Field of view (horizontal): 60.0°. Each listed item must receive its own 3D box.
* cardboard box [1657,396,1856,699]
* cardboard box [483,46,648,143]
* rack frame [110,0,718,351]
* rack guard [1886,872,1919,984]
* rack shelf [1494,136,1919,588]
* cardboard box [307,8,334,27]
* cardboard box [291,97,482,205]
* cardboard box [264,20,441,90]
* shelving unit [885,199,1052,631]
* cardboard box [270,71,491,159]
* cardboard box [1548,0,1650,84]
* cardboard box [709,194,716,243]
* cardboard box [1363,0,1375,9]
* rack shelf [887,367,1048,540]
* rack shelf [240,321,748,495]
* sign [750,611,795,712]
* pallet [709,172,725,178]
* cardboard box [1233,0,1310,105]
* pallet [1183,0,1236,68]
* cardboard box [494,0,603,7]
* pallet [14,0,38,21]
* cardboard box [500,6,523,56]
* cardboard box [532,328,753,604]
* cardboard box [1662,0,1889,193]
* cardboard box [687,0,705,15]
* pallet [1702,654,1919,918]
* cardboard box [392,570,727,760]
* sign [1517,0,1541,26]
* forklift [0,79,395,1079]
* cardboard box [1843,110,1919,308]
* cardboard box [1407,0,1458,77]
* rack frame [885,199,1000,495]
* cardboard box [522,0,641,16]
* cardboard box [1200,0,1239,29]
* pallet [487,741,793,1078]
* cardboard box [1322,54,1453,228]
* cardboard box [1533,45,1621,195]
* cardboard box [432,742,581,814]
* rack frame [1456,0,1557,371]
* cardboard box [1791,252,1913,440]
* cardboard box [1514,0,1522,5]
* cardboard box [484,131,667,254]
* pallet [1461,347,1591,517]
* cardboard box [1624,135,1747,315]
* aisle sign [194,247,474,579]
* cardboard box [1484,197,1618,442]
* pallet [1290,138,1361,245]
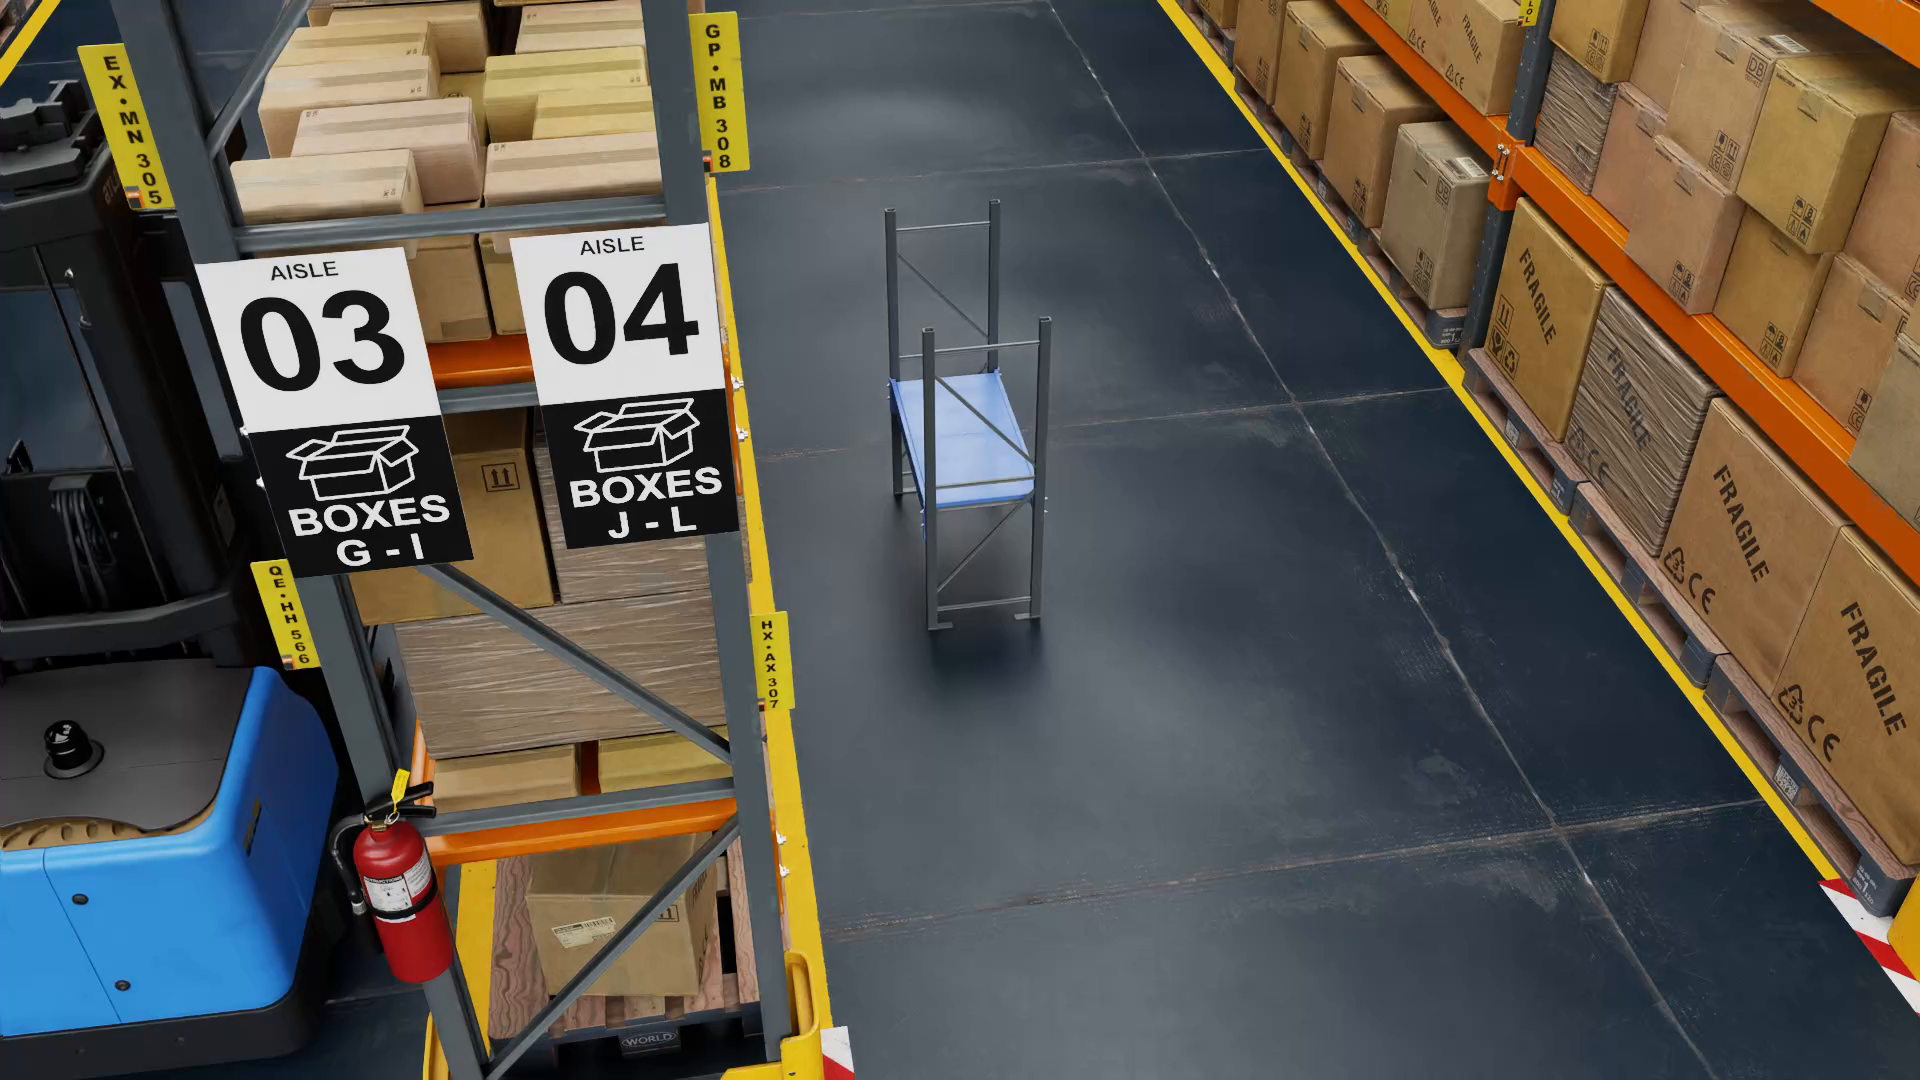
[{"bbox_3d":[3.550,-0.022,6.723,0.875,0.875,0.875,-7,38,-9],"label":"cardboard box"},{"bbox_3d":[-0.947,-1.070,4.034,0.380,0.149,0.250,-7,38,-9],"label":"cardboard box"},{"bbox_3d":[-1.011,-1.658,2.550,1.000,3.000,0.127,-6,38,-8],"label":"rack frame"},{"bbox_3d":[3.894,1.240,5.747,1.175,0.500,0.348,-6,38,-8],"label":"rack guard"},{"bbox_3d":[3.539,-0.686,6.774,1.077,0.370,4.000,-6,38,-8],"label":"rack shelf"},{"bbox_3d":[-1.588,-1.493,4.579,0.380,0.149,0.250,-8,39,-10],"label":"cardboard box"},{"bbox_3d":[-1.297,-0.876,3.785,0.380,0.149,0.250,-7,38,-9],"label":"cardboard box"},{"bbox_3d":[-1.520,-1.178,4.174,0.380,0.149,0.250,-6,38,-8],"label":"cardboard box"},{"bbox_3d":[0.015,-0.541,7.224,0.538,1.500,1.048,-6,38,-8],"label":"shelving unit"},{"bbox_3d":[-1.436,-0.980,4.243,0.500,0.250,0.500,-6,38,-8],"label":"cardboard box"},{"bbox_3d":[3.220,-2.437,7.439,0.875,0.550,0.550,-6,38,-8],"label":"cardboard box"},{"bbox_3d":[-1.009,-0.807,5.205,0.500,0.500,0.500,-6,38,-8],"label":"cardboard box"},{"bbox_3d":[2.565,-3.420,9.626,0.500,0.500,0.500,-7,38,-8],"label":"cardboard box"},{"bbox_3d":[0.015,-0.399,7.334,0.538,0.185,1.000,-6,38,-8],"label":"rack shelf"},{"bbox_3d":[-1.361,-1.398,5.246,1.077,0.370,4.000,-6,38,-8],"label":"rack shelf"},{"bbox_3d":[-0.477,0.310,4.200,0.100,0.325,0.005,-6,38,-8],"label":"sign"},{"bbox_3d":[-1.703,-2.107,8.173,1.003,0.211,1.213,-6,38,-8],"label":"pallet"},{"bbox_3d":[2.506,-3.494,11.293,1.050,0.750,0.750,-7,38,-9],"label":"cardboard box"},{"bbox_3d":[2.352,-3.965,12.681,1.003,0.211,1.213,-6,38,-8],"label":"pallet"},{"bbox_3d":[-1.005,-1.754,4.386,0.500,0.500,0.500,-6,38,-8],"label":"cardboard box"},{"bbox_3d":[-7.897,-4.433,13.284,1.003,0.211,1.213,-6,38,-8],"label":"pallet"},{"bbox_3d":[-1.020,-1.344,4.712,0.500,0.250,0.500,-6,38,-8],"label":"cardboard box"},{"bbox_3d":[-0.839,-0.203,4.427,0.500,0.500,0.500,-6,38,-8],"label":"cardboard box"},{"bbox_3d":[3.390,-1.776,6.589,0.875,0.550,0.550,-6,38,-8],"label":"cardboard box"},{"bbox_3d":[-1.714,-2.603,7.824,1.000,1.000,1.000,-6,38,-8],"label":"cardboard box"},{"bbox_3d":[3.673,0.865,6.465,1.003,0.211,1.213,-6,38,-8],"label":"pallet"},{"bbox_3d":[-1.080,0.219,4.700,0.875,0.500,0.500,-6,38,-8],"label":"cardboard box"},{"bbox_3d":[2.656,-2.539,7.695,0.100,0.325,0.005,-6,38,-8],"label":"sign"},{"bbox_3d":[-2.861,-0.291,5.736,1.130,2.935,3.031,-5,38,-6],"label":"forklift"},{"bbox_3d":[3.711,-1.151,5.784,0.875,0.550,0.550,-6,38,-8],"label":"cardboard box"},{"bbox_3d":[2.746,-2.809,8.839,0.500,0.500,0.500,-7,38,-8],"label":"cardboard box"},{"bbox_3d":[-0.074,-0.848,7.619,0.500,1.500,0.032,-6,38,-8],"label":"rack frame"},{"bbox_3d":[-0.963,-1.389,4.445,0.380,0.149,0.250,-6,38,-8],"label":"cardboard box"},{"bbox_3d":[2.115,-4.142,12.331,0.500,0.500,0.500,-6,38,-8],"label":"cardboard box"},{"bbox_3d":[-1.132,1.272,5.941,1.003,0.211,1.213,-6,38,-8],"label":"pallet"},{"bbox_3d":[2.826,-2.403,9.890,1.050,0.750,0.750,-6,38,-8],"label":"cardboard box"},{"bbox_3d":[3.265,-2.015,7.777,0.875,0.550,0.550,-6,38,-8],"label":"cardboard box"},{"bbox_3d":[-1.264,0.660,4.660,0.380,0.149,0.250,-6,38,-8],"label":"cardboard box"},{"bbox_3d":[3.189,-2.178,8.108,1.000,3.000,0.127,-6,38,-8],"label":"rack frame"},{"bbox_3d":[3.688,-0.722,6.112,0.875,0.550,0.550,-6,38,-8],"label":"cardboard box"},{"bbox_3d":[3.096,-2.911,8.156,0.700,0.500,0.500,-7,38,-9],"label":"cardboard box"},{"bbox_3d":[-0.831,-0.763,3.640,0.380,0.149,0.250,-6,38,-8],"label":"cardboard box"},{"bbox_3d":[3.245,-0.609,8.362,1.003,0.211,1.213,-6,38,-8],"label":"pallet"},{"bbox_3d":[3.363,-1.347,6.916,0.875,0.550,0.550,-6,38,-8],"label":"cardboard box"},{"bbox_3d":[-1.295,-0.246,3.503,0.394,0.787,0.004,-6,38,-8],"label":"aisle sign"},{"bbox_3d":[3.230,-1.117,8.132,0.875,0.875,0.875,-6,38,-7],"label":"cardboard box"},{"bbox_3d":[2.762,-2.273,10.504,1.003,0.211,1.213,-6,38,-8],"label":"pallet"}]
